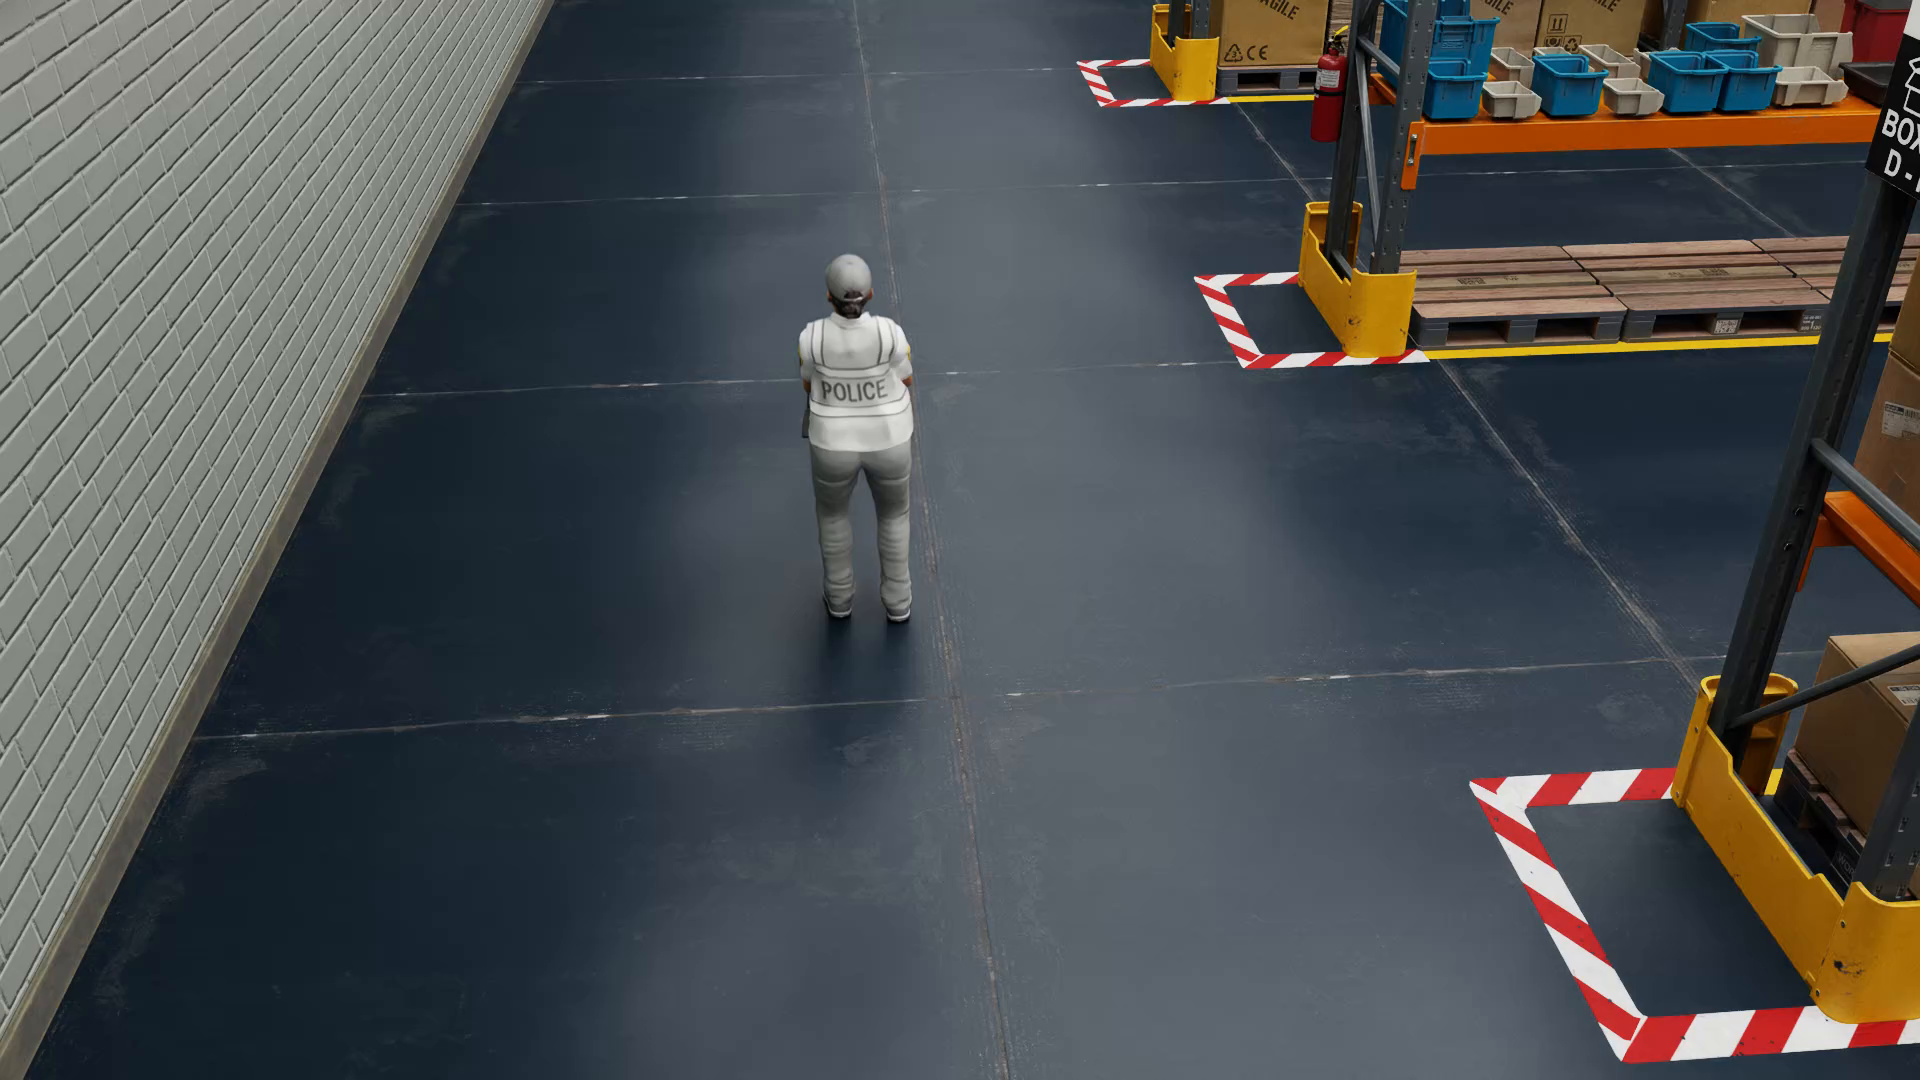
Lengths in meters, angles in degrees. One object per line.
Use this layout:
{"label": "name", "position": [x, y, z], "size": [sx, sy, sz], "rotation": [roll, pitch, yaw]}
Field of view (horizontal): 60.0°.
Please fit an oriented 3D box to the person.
{"label": "person", "position": [-0.421, -0.434, 6.857], "size": [0.455, 1.656, 0.541], "rotation": [-2, 31, -4]}
